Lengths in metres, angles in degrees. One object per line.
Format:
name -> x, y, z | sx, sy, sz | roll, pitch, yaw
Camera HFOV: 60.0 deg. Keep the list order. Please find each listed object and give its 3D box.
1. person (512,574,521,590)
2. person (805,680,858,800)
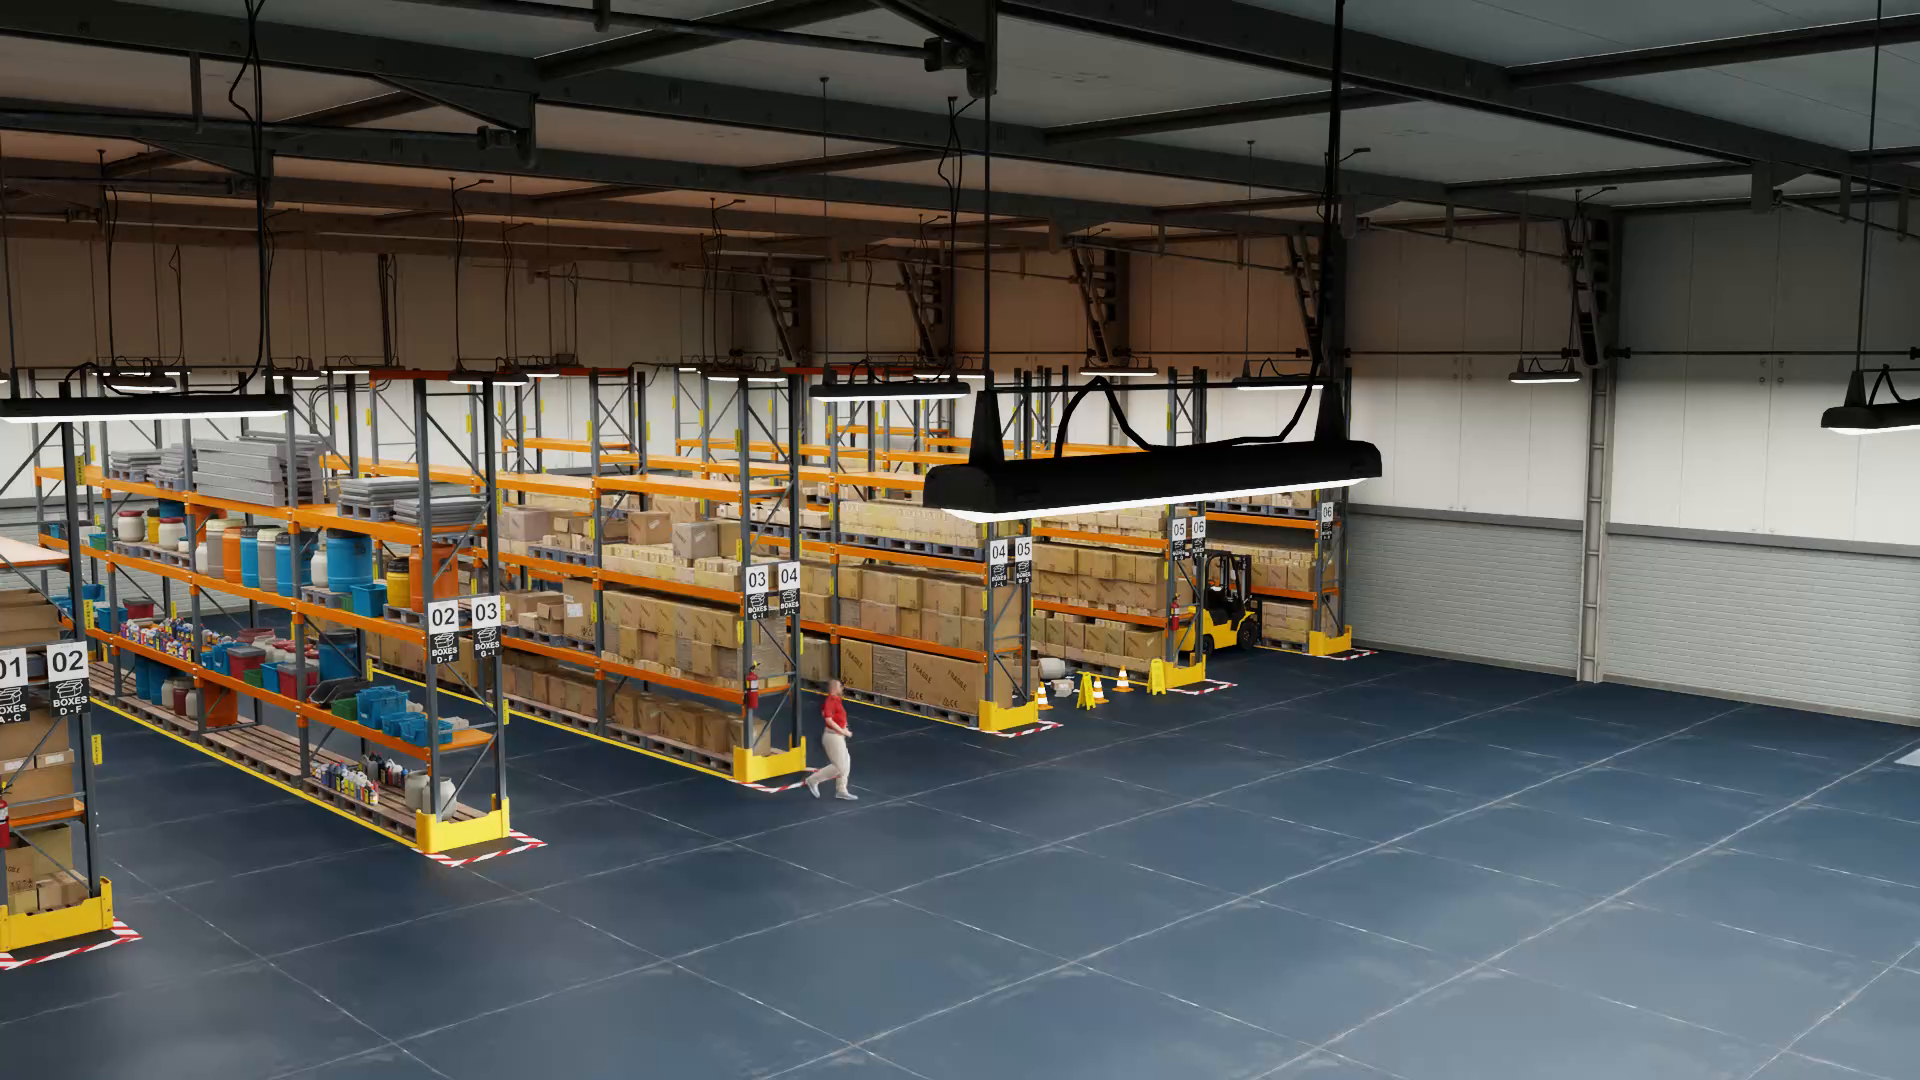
person -> -10.891, 0.836, 41.045 | 0.597, 1.702, 0.919 | 2, 7, 17
person -> -1.838, 2.840, 23.629 | 0.754, 1.713, 0.696 | -1, 6, -7
